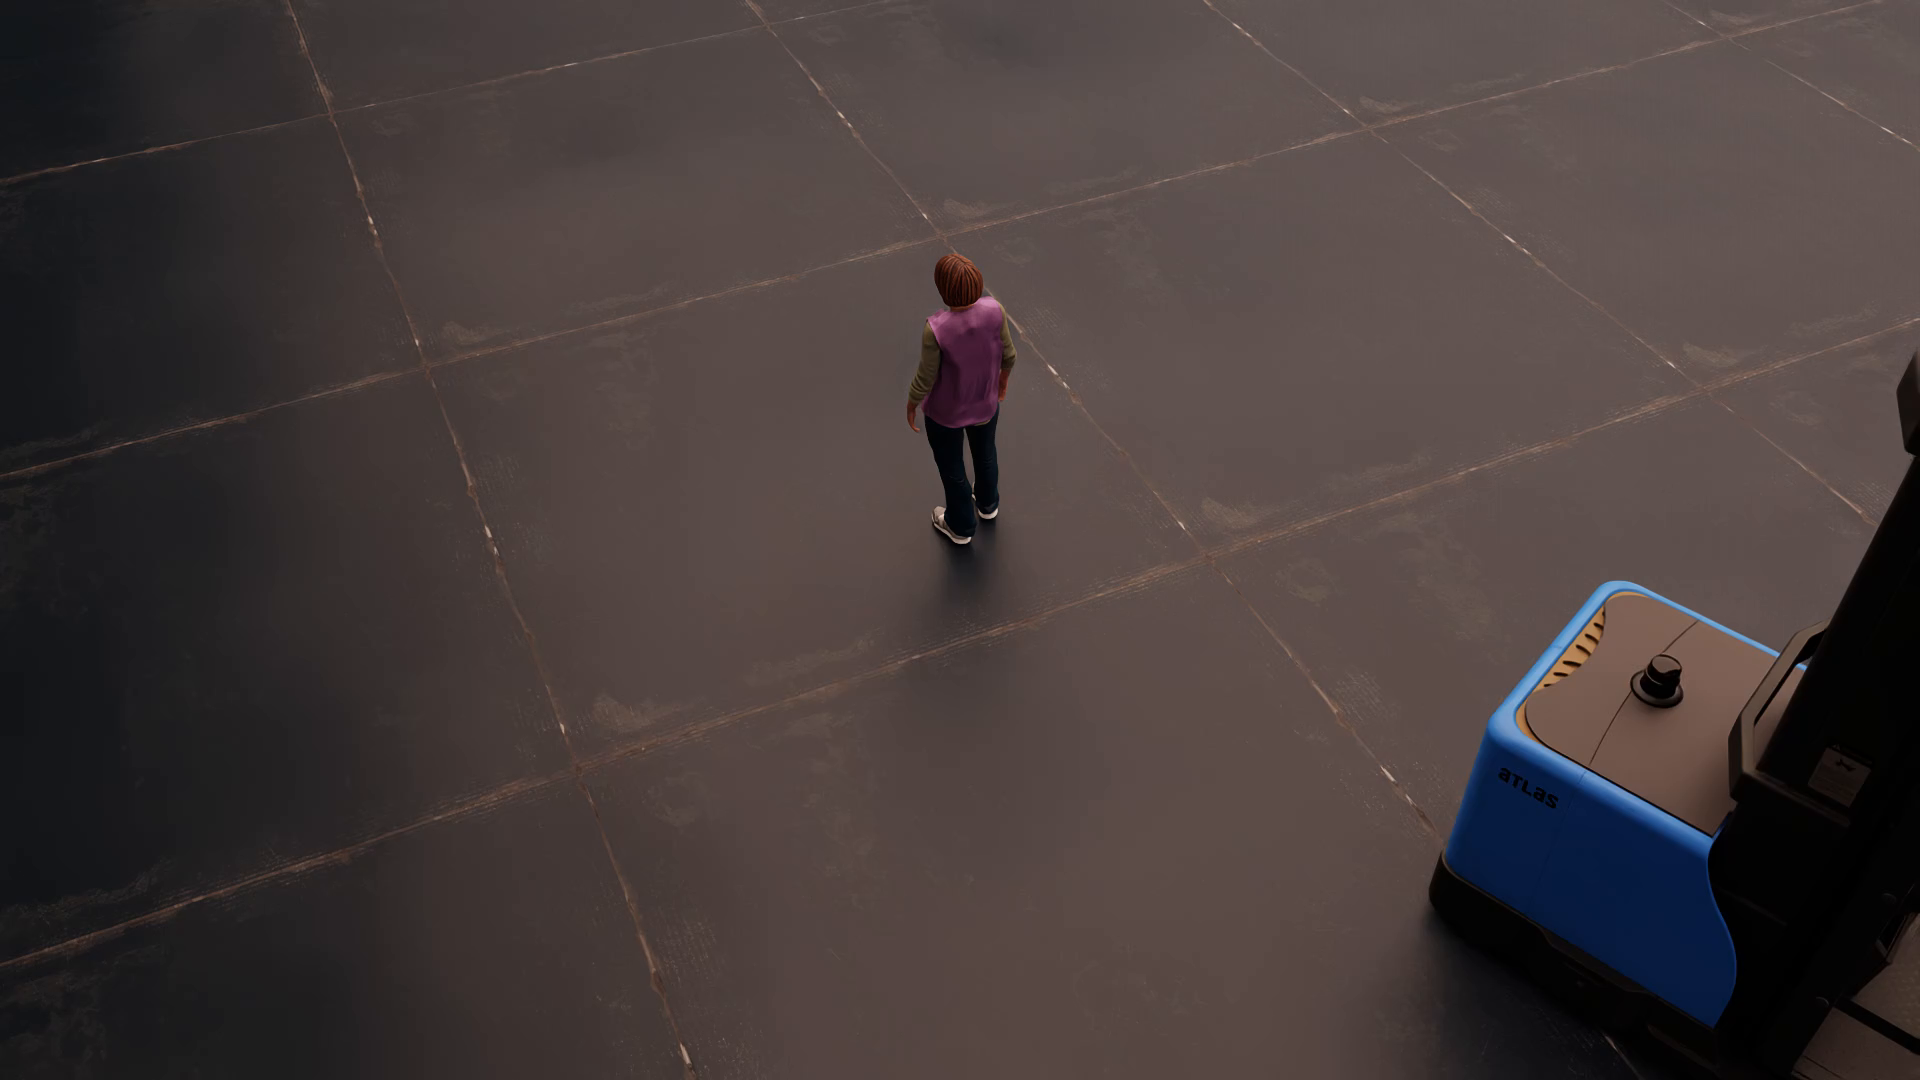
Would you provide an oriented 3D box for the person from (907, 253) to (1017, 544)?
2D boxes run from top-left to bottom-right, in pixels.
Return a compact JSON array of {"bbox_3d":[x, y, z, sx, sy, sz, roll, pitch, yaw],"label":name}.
[{"bbox_3d":[-0.018,-0.634,7.336,0.520,1.582,0.476,-18,46,-18],"label":"person"}]

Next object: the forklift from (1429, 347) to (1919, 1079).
[{"bbox_3d":[3.216,0.743,4.884,3.031,2.935,1.130,30,51,29],"label":"forklift"}]
